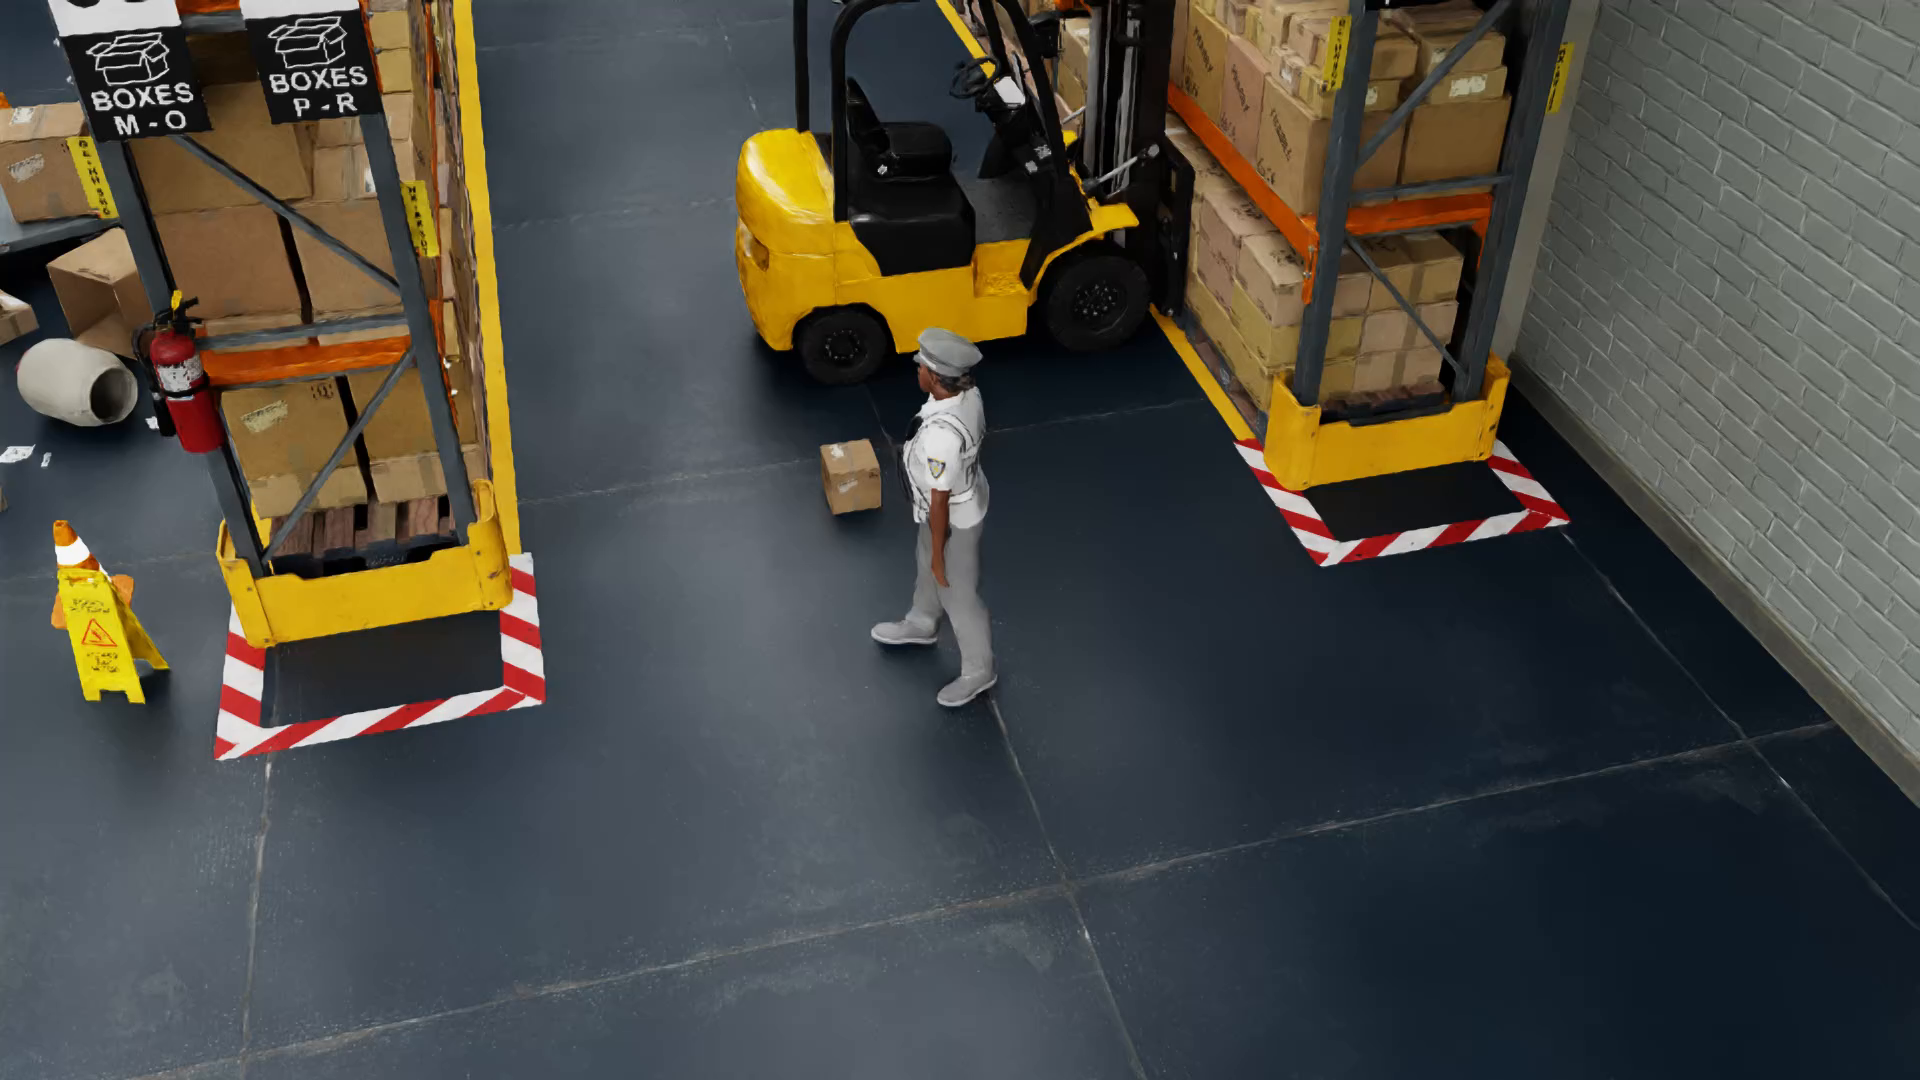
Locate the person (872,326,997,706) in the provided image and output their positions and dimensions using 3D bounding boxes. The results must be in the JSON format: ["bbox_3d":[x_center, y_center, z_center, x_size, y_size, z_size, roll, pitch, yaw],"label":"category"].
[{"bbox_3d":[-0.114,-0.133,6.842,0.583,1.667,0.643,4,39,5],"label":"person"}]
